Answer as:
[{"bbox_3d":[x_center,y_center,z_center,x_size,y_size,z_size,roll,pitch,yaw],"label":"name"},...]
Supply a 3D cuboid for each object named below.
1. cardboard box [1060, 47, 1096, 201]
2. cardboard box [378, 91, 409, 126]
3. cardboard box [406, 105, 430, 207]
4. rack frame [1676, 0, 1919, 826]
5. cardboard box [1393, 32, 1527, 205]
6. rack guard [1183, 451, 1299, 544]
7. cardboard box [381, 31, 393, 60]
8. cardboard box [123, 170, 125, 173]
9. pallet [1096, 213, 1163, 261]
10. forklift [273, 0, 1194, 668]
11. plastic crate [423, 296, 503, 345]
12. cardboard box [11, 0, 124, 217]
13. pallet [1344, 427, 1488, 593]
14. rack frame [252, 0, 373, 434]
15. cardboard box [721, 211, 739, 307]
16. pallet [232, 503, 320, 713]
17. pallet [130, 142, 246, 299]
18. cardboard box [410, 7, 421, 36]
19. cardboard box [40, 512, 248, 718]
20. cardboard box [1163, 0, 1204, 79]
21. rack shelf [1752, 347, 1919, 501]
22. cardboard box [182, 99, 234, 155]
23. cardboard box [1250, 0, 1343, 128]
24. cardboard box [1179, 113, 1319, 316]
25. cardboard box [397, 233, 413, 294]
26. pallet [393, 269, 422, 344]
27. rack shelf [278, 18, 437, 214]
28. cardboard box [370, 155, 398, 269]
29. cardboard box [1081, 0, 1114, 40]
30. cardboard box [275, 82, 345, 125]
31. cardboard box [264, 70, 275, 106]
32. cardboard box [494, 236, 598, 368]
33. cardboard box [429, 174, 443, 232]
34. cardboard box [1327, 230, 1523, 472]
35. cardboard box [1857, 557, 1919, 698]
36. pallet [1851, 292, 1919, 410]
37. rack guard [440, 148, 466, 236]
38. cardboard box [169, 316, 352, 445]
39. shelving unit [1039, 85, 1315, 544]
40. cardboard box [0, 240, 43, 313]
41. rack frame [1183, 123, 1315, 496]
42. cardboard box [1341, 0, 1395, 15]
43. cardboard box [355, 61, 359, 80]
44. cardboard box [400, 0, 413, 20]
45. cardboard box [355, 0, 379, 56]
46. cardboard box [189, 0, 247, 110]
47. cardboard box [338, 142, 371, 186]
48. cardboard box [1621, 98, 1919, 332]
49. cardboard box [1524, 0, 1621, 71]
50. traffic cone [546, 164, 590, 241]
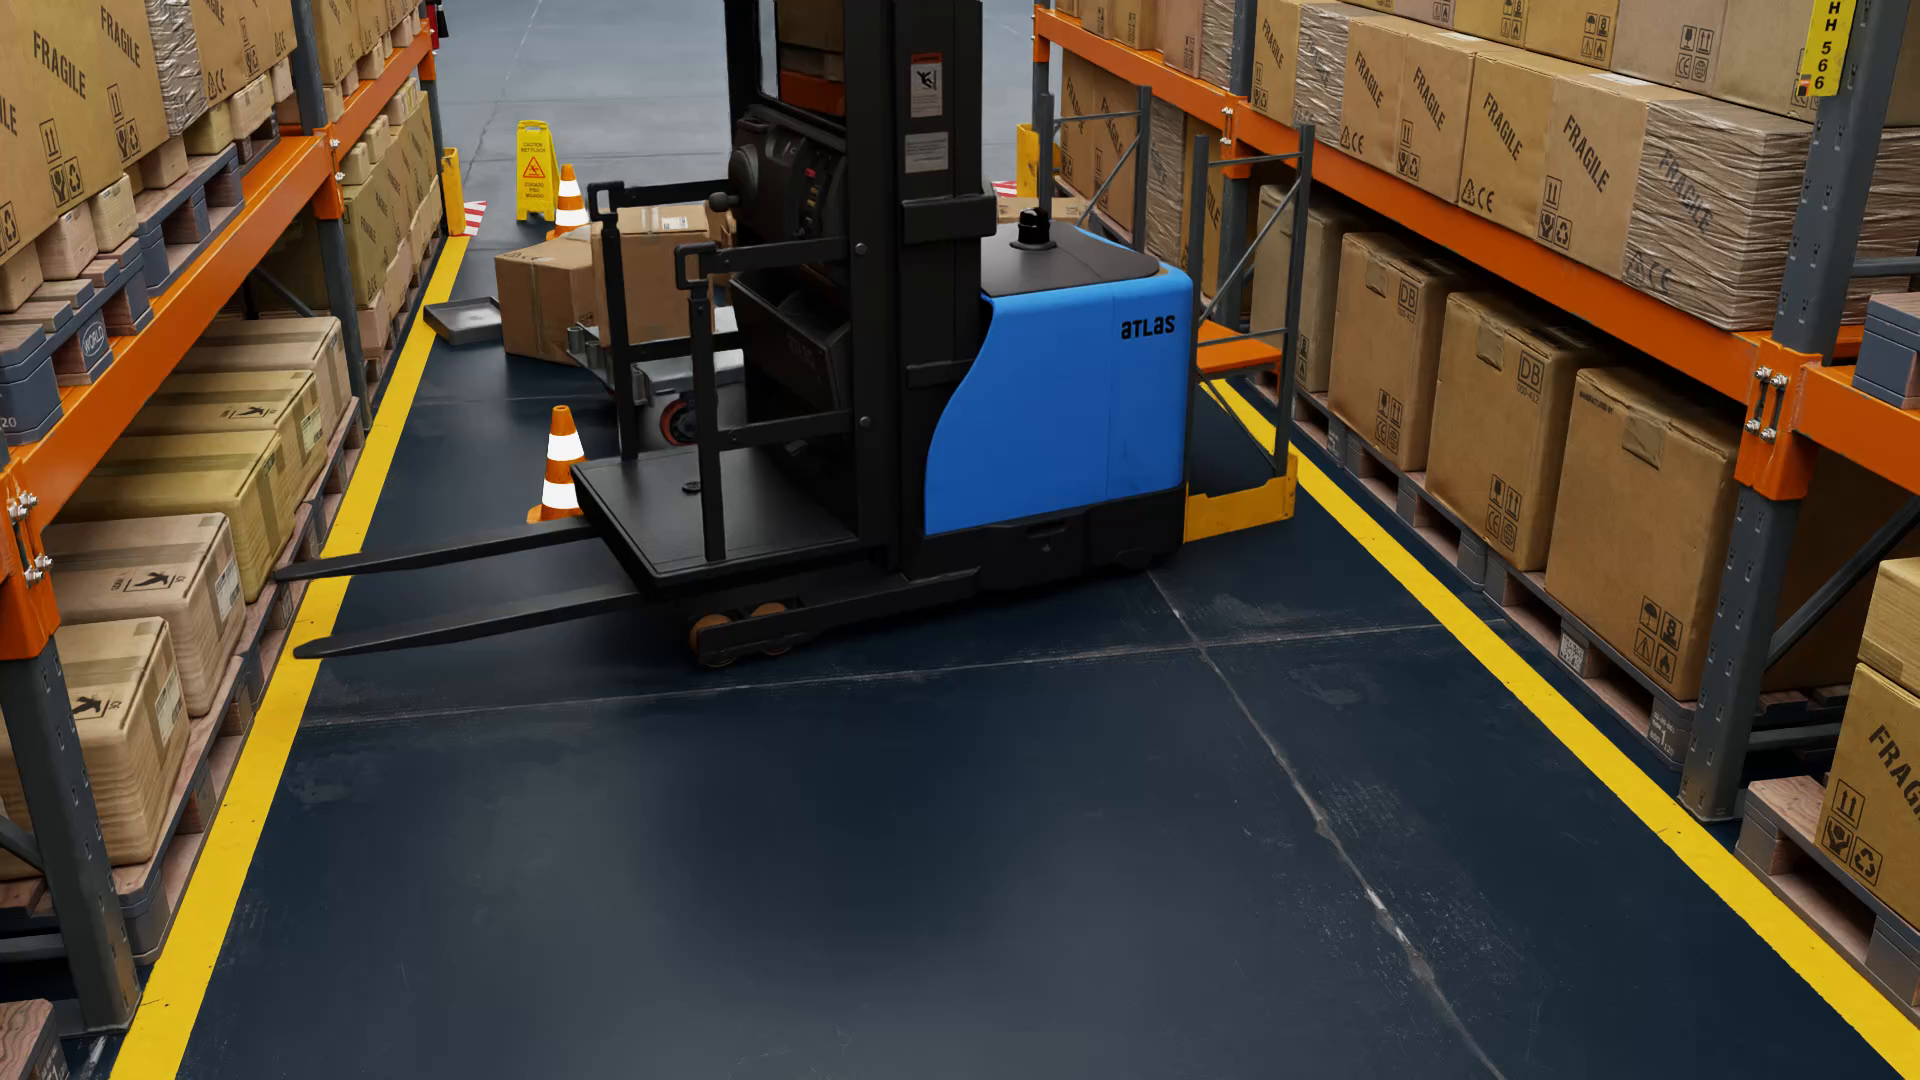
[{"bbox_3d":[1.193,-2.769,10.971,0.875,0.875,0.875,-4,24,-9],"label":"cardboard box"},{"bbox_3d":[-3.215,-2.341,9.025,0.380,0.149,0.250,-3,24,-7],"label":"cardboard box"},{"bbox_3d":[-3.339,-2.181,9.469,0.500,0.500,0.500,-3,24,-8],"label":"cardboard box"},{"bbox_3d":[2.482,-0.665,4.025,1.000,3.000,0.127,-4,24,-10],"label":"rack frame"},{"bbox_3d":[1.853,-1.462,5.726,0.500,0.500,0.500,-4,24,-9],"label":"cardboard box"},{"bbox_3d":[1.024,-0.162,6.308,0.587,0.250,0.087,-12,26,-26],"label":"rack guard"},{"bbox_3d":[-3.259,-2.661,8.910,0.380,0.149,0.250,-5,24,-10],"label":"cardboard box"},{"bbox_3d":[-2.418,-0.901,4.355,0.380,0.149,0.250,-3,24,-7],"label":"cardboard box"},{"bbox_3d":[1.449,-1.746,9.985,1.003,0.211,1.213,-4,24,-10],"label":"pallet"},{"bbox_3d":[-0.744,-1.177,5.282,3.031,2.935,1.130,-11,26,-24],"label":"forklift"},{"bbox_3d":[-2.588,-1.173,8.835,0.402,0.080,0.583,-13,27,-28],"label":"plastic crate"},{"bbox_3d":[-2.323,-1.032,3.844,0.500,0.500,0.500,-3,24,-7],"label":"cardboard box"},{"bbox_3d":[2.188,-0.182,6.402,1.003,0.211,1.213,-4,24,-10],"label":"pallet"},{"bbox_3d":[-3.104,-1.832,6.698,1.000,3.000,0.127,-4,24,-10],"label":"rack frame"},{"bbox_3d":[-0.850,-1.453,8.779,0.797,0.637,0.503,-4,24,-10],"label":"cardboard box"},{"bbox_3d":[-2.729,0.233,5.454,1.003,0.211,1.213,-4,24,-10],"label":"pallet"},{"bbox_3d":[-2.770,-0.947,4.909,1.003,0.211,1.213,-4,24,-10],"label":"pallet"},{"bbox_3d":[-3.408,-3.068,9.840,0.380,0.149,0.250,-5,24,-10],"label":"cardboard box"},{"bbox_3d":[-2.603,0.240,4.711,0.950,0.372,0.625,-5,24,-11],"label":"cardboard box"},{"bbox_3d":[1.538,-2.666,8.419,0.875,0.550,0.550,-4,24,-10],"label":"cardboard box"},{"bbox_3d":[2.852,0.451,2.368,1.077,0.370,4.000,-4,24,-10],"label":"rack shelf"},{"bbox_3d":[-2.563,-1.325,5.326,0.380,0.149,0.250,-4,24,-10],"label":"cardboard box"},{"bbox_3d":[1.575,-2.057,7.088,0.500,0.500,0.500,-4,24,-9],"label":"cardboard box"},{"bbox_3d":[1.695,-1.710,8.547,0.875,0.875,0.875,-4,24,-9],"label":"cardboard box"},{"bbox_3d":[-3.158,-1.434,8.697,0.500,0.250,0.500,-5,24,-10],"label":"cardboard box"},{"bbox_3d":[-3.492,-1.297,8.956,1.003,0.211,1.213,-4,24,-10],"label":"pallet"},{"bbox_3d":[-3.474,-2.289,8.643,1.077,0.370,4.000,-4,24,-10],"label":"rack shelf"},{"bbox_3d":[-3.058,-1.570,8.071,0.500,0.500,0.500,-3,24,-8],"label":"cardboard box"},{"bbox_3d":[1.219,-3.294,9.856,0.875,0.550,0.550,-4,24,-10],"label":"cardboard box"},{"bbox_3d":[-2.847,-1.865,7.086,0.380,0.149,0.250,-4,24,-10],"label":"cardboard box"},{"bbox_3d":[-2.706,-1.623,6.007,0.380,0.149,0.250,-5,24,-11],"label":"cardboard box"},{"bbox_3d":[-1.965,-1.210,8.393,0.500,0.500,0.500,13,27,27],"label":"cardboard box"},{"bbox_3d":[-3.425,-2.031,10.062,0.500,0.250,0.500,-4,24,-10],"label":"cardboard box"},{"bbox_3d":[2.120,-0.783,6.580,1.050,0.750,0.750,-4,24,-10],"label":"cardboard box"},{"bbox_3d":[2.371,0.234,3.629,0.500,0.250,0.500,-5,24,-12],"label":"cardboard box"},{"bbox_3d":[2.718,-0.305,3.440,1.213,0.211,1.003,-4,24,-10],"label":"pallet"},{"bbox_3d":[-3.829,-2.230,10.732,1.175,0.500,0.348,-4,24,-10],"label":"rack guard"},{"bbox_3d":[-3.004,-0.614,6.667,0.950,0.372,0.625,-4,24,-9],"label":"cardboard box"},{"bbox_3d":[0.788,-0.910,6.459,0.587,1.500,1.083,-12,26,-26],"label":"shelving unit"},{"bbox_3d":[-2.261,-0.592,3.646,0.380,0.149,0.250,-6,24,-13],"label":"cardboard box"},{"bbox_3d":[1.025,-0.734,6.057,0.500,1.500,0.032,-12,26,-26],"label":"rack frame"},{"bbox_3d":[1.937,-2.345,6.498,0.700,0.500,0.500,-5,24,-11],"label":"cardboard box"},{"bbox_3d":[-3.115,-2.265,8.002,0.380,0.149,0.250,-4,24,-10],"label":"cardboard box"},{"bbox_3d":[-3.384,-3.197,9.327,0.500,0.500,0.500,-4,24,-10],"label":"cardboard box"},{"bbox_3d":[-3.107,-2.602,7.964,0.500,0.500,0.500,-5,24,-10],"label":"cardboard box"},{"bbox_3d":[-2.610,-1.644,5.245,0.500,0.500,0.500,-3,24,-8],"label":"cardboard box"},{"bbox_3d":[-2.912,-1.711,7.584,0.380,0.149,0.250,-4,24,-9],"label":"cardboard box"},{"bbox_3d":[2.135,-0.868,4.365,0.500,0.500,0.500,-4,24,-10],"label":"cardboard box"},{"bbox_3d":[2.217,-1.747,5.128,0.700,0.500,0.500,-5,24,-11],"label":"cardboard box"},{"bbox_3d":[-2.496,-2.169,10.639,0.336,0.463,0.334,-4,24,-10],"label":"traffic cone"}]
